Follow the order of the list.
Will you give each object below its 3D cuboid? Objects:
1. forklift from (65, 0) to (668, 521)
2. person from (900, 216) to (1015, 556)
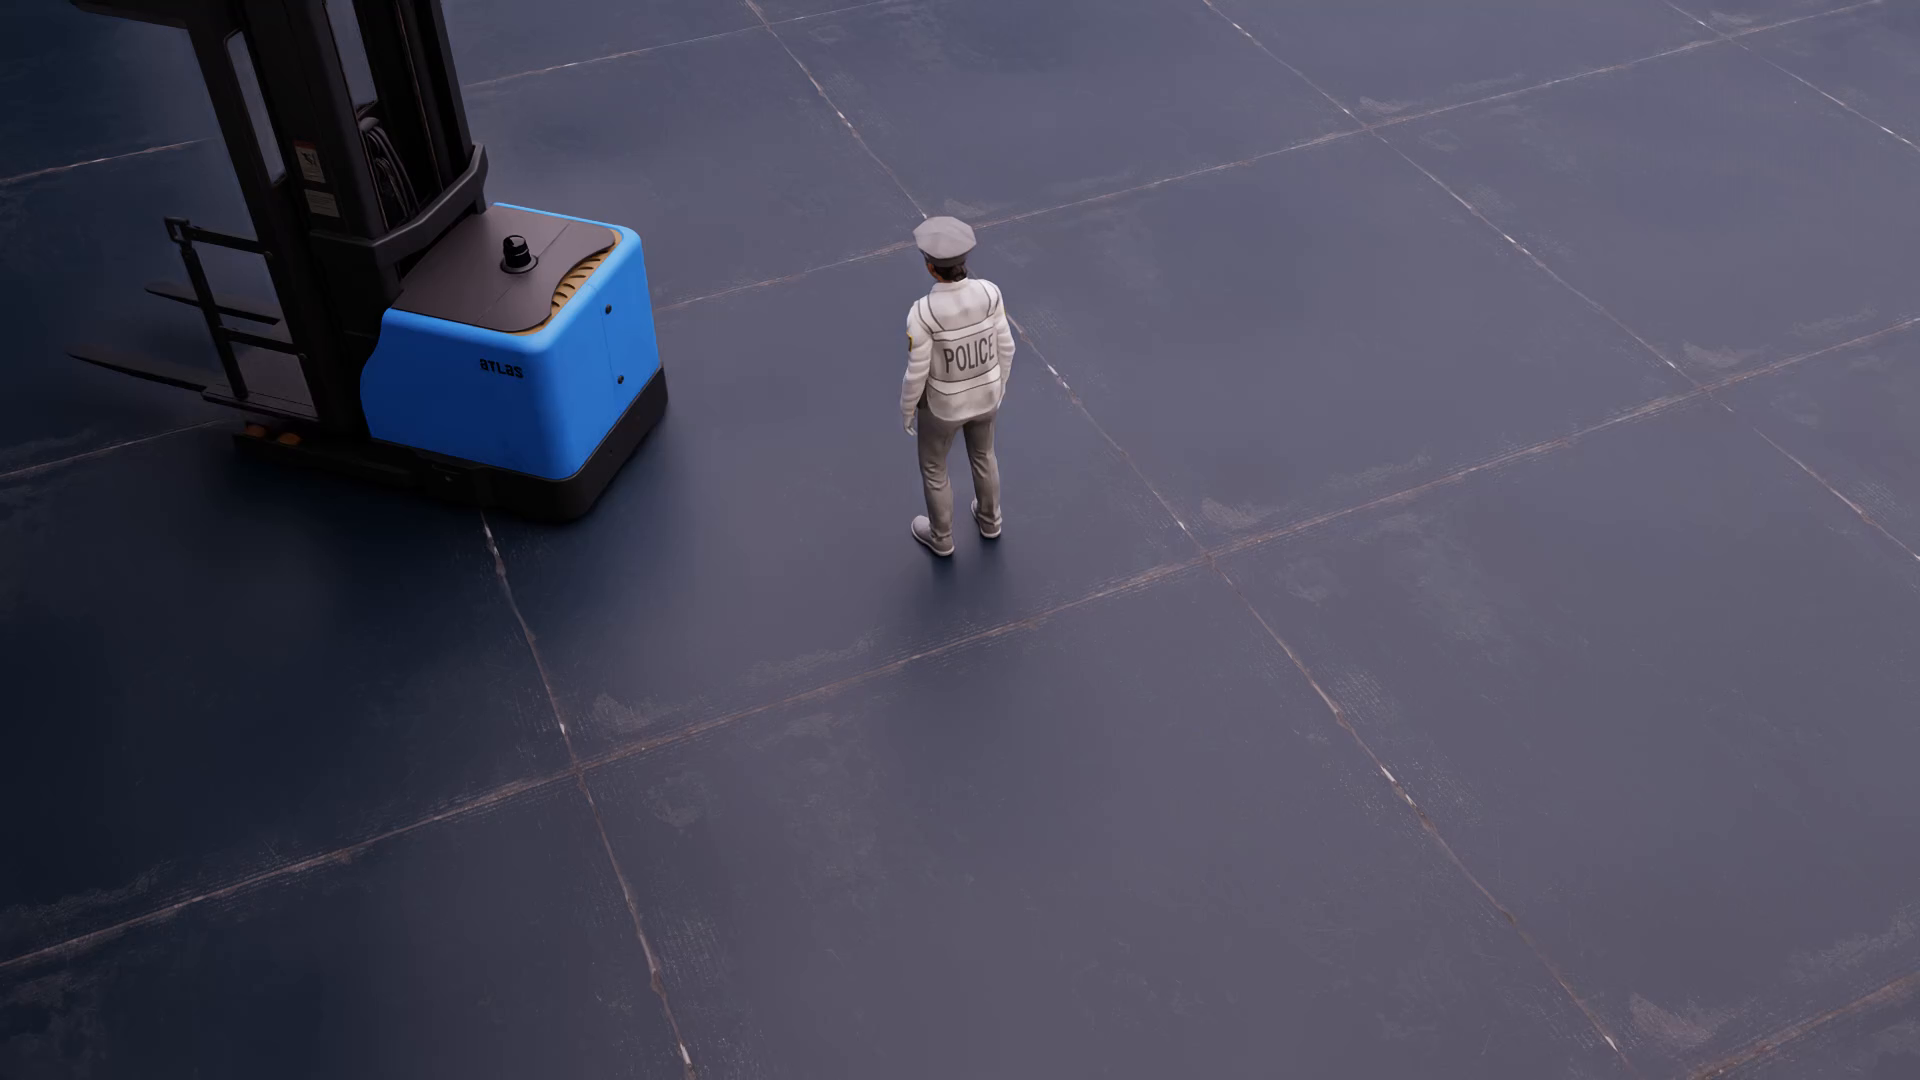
[{"bbox_3d":[-3.062,-1.763,7.569,3.031,2.935,1.130,13,45,14],"label":"forklift"},{"bbox_3d":[-0.022,-0.621,7.279,0.529,1.660,0.372,-19,46,-19],"label":"person"}]
